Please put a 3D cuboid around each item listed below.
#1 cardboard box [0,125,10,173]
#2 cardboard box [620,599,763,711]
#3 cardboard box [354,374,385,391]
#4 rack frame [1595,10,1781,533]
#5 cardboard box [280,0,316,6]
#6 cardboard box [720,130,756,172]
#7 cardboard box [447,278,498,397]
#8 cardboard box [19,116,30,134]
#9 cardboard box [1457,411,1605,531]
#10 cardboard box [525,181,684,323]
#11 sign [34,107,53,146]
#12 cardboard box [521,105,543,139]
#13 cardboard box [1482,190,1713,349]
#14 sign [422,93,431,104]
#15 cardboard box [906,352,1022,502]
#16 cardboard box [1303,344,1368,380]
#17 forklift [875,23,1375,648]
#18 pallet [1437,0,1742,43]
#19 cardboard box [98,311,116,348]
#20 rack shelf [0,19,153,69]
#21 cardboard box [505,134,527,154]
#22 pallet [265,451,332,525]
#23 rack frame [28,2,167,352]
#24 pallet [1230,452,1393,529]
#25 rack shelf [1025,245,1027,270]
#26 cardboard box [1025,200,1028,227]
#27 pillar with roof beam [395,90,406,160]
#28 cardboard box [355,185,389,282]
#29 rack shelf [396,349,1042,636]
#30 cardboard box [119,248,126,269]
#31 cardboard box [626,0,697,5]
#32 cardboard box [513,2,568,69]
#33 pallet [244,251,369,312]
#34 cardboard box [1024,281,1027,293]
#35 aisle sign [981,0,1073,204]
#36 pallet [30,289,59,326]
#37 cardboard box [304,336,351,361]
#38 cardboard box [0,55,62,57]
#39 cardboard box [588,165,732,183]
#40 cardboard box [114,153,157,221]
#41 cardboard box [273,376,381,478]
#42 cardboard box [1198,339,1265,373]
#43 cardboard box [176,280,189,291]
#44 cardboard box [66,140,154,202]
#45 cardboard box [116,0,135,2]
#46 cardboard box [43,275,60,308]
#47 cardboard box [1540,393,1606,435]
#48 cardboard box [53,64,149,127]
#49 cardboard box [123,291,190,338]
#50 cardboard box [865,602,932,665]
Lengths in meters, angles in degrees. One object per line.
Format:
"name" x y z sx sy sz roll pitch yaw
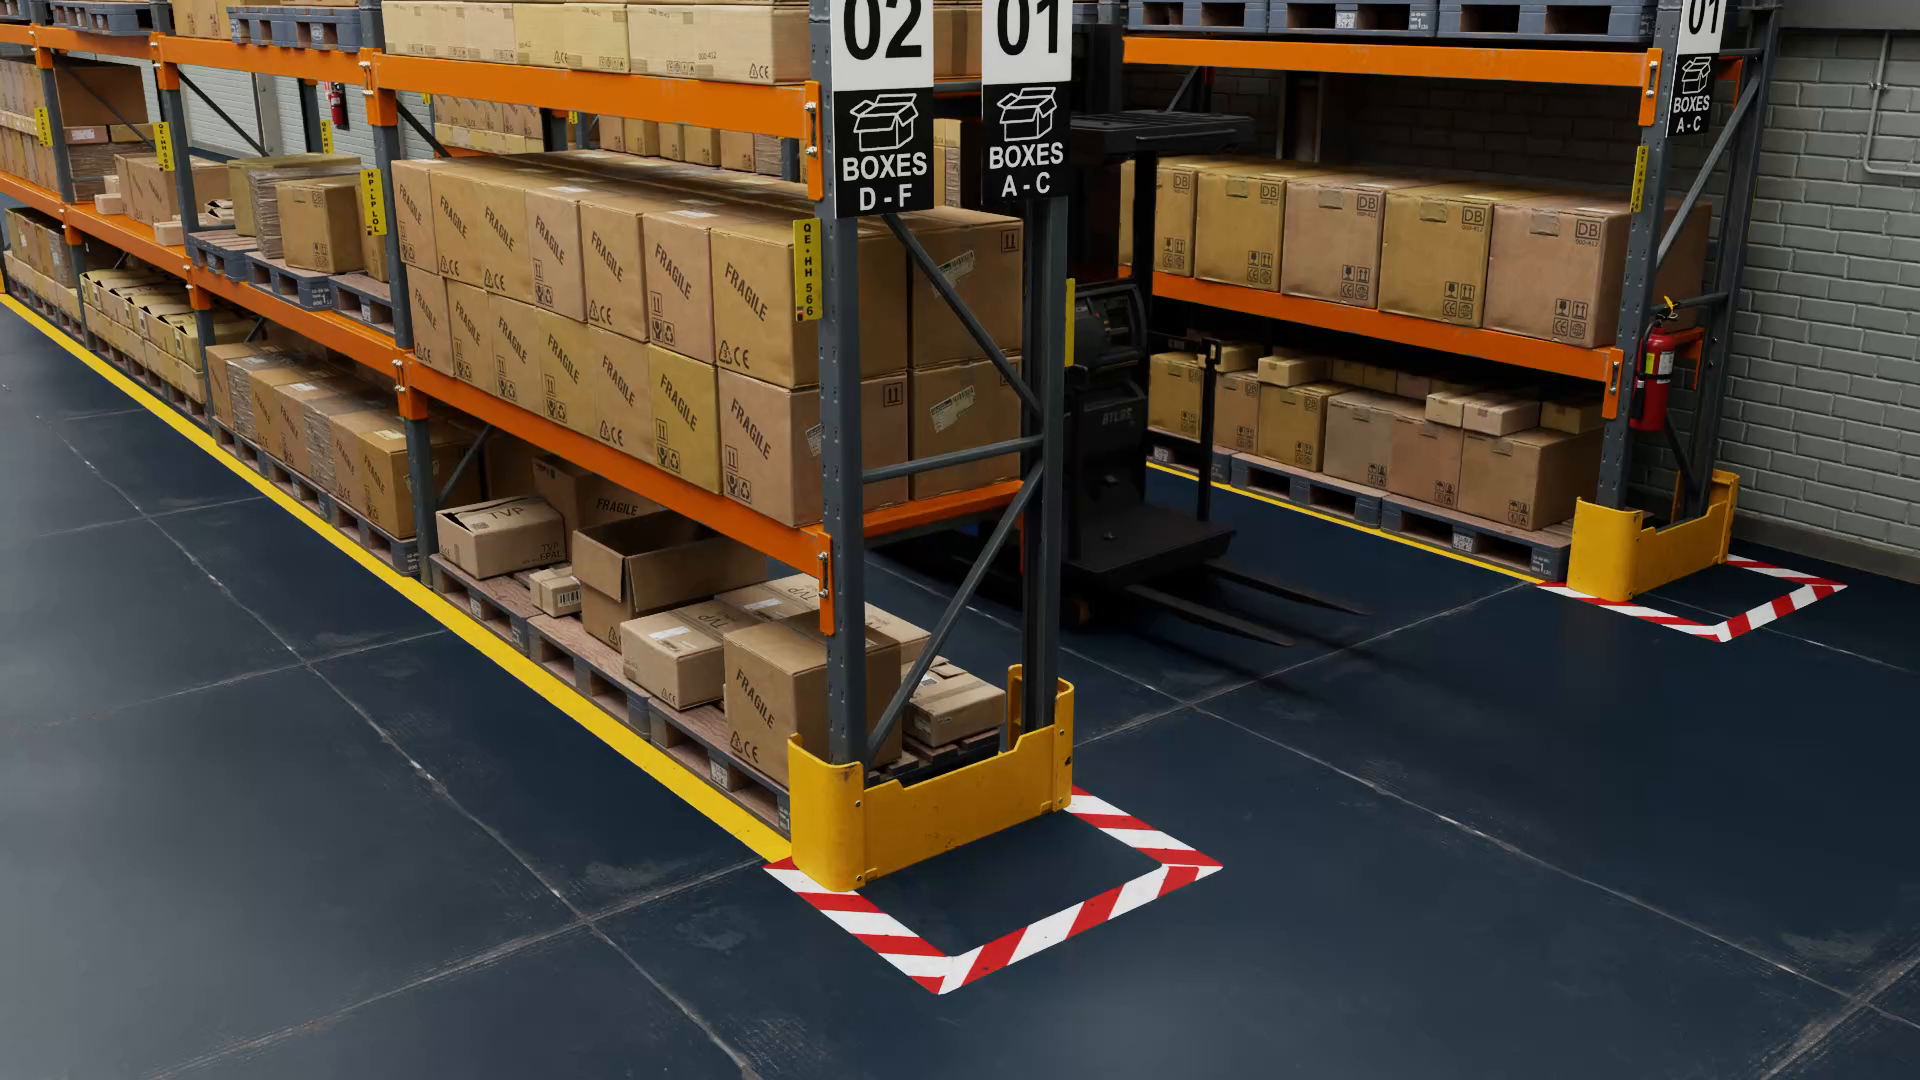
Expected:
"cardboard box" -9.698 -4.151 17.466 0.700 0.500 0.500 -14 23 -36
"cardboard box" -1.141 0.493 7.277 0.500 0.250 0.500 -14 23 -36
"cardboard box" -3.595 -0.831 10.878 0.500 0.500 0.500 -15 24 -38
"rack frame" 3.837 -1.246 8.853 1.000 3.000 0.127 -14 23 -36
"cardboard box" -3.613 -3.449 9.747 0.600 0.600 0.600 -15 24 -38
"cardboard box" -1.798 -3.720 15.465 0.700 0.500 0.500 -17 25 -41
"cardboard box" -2.104 -1.007 7.972 0.500 0.500 0.500 -13 23 -35
"cardboard box" -8.786 -3.994 15.960 0.380 0.149 0.250 -13 22 -34
"cardboard box" 3.324 -0.411 9.642 0.700 0.500 0.500 -14 23 -36
"cardboard box" -1.495 -1.234 7.067 0.500 0.500 0.500 -13 22 -34
"sign" -7.929 -3.575 14.383 0.100 0.325 0.005 -14 23 -36
"cardboard box" -4.464 -4.675 18.223 0.500 0.500 0.500 -14 23 -36
"cardboard box" 3.512 -1.512 9.179 0.980 0.700 0.700 -13 22 -34
"sign" -6.523 -5.493 20.303 0.100 0.325 0.005 -14 23 -36
"cardboard box" -0.113 -0.486 6.400 0.500 0.500 0.500 -13 23 -35
"cardboard box" 2.452 -1.166 10.887 0.380 0.149 0.250 -14 23 -36
"forklift" 0.773 -1.115 8.567 1.130 2.935 3.031 -15 24 -39
"pallet" 3.368 -2.808 8.941 1.003 0.211 1.213 -14 23 -36
"cardboard box" -7.122 -1.855 14.399 0.500 0.250 0.500 -13 23 -35
"rack shelf" -8.737 -4.810 15.990 1.077 0.370 4.000 -14 23 -36
"cardboard box" -4.773 -4.444 18.718 0.500 0.250 0.500 -14 23 -36
"pallet" -3.824 -0.434 10.837 1.003 0.211 1.213 -14 23 -36
"rack frame" -7.495 -3.235 14.860 1.000 3.000 0.127 -14 23 -36
"pallet" 2.526 -0.404 10.747 1.003 0.211 1.213 -14 23 -36
"rack shelf" 0.111 -2.383 13.431 1.077 0.370 4.000 -14 23 -36
"cardboard box" 0.545 -2.618 12.333 0.500 0.500 0.500 -14 23 -36
"pillar with roof beam" -12.085 -8.671 21.733 9.100 9.000 0.400 -14 23 -36
"cardboard box" -3.123 -1.828 9.784 0.700 0.500 0.500 -10 21 -28
"rack shelf" -1.286 -0.429 7.532 1.077 0.370 4.000 -14 23 -36
"cardboard box" -7.854 -2.782 16.006 0.500 0.500 0.500 -14 23 -36
"cardboard box" -0.874 -2.068 6.008 0.500 0.250 0.500 -14 23 -36
"cardboard box" -1.490 -2.078 6.834 0.500 0.250 0.500 -14 23 -36
"pallet" -3.800 -1.680 10.469 1.003 0.211 1.213 -14 23 -36
"cardboard box" 0.848 -1.545 12.509 0.750 0.750 0.750 -14 23 -35
"aisle sign" 0.229 -1.553 5.644 0.394 0.787 0.004 -14 23 -36
"pallet" -8.717 -2.416 16.824 1.003 0.211 1.213 -14 23 -36
"cardboard box" -4.208 -1.430 11.492 0.500 0.250 0.500 -13 22 -34
"cardboard box" -9.666 -4.753 17.223 0.700 0.500 0.500 -14 23 -36
"cardboard box" -1.378 -1.462 7.756 0.500 0.500 0.500 -14 23 -36
"cardboard box" -6.704 -2.960 13.871 0.500 0.500 0.500 -12 22 -32
"cardboard box" -3.988 -0.724 10.552 0.500 0.500 0.500 -15 23 -38
"cardboard box" 1.807 -1.228 11.075 0.380 0.149 0.250 -13 22 -34
"cardboard box" -6.383 -2.101 14.250 0.500 0.311 0.500 -14 23 -36
"cardboard box" -7.775 -3.391 15.171 0.700 0.500 0.500 -15 23 -38
"cardboard box" -6.023 -4.171 12.486 0.500 0.250 0.500 -15 23 -37
"cardboard box" -8.579 -2.446 16.184 0.500 0.250 0.500 -14 23 -36
"cardboard box" 3.558 -0.728 9.565 0.380 0.149 0.250 -14 23 -36
"cardboard box" -7.775 -4.006 14.967 0.700 0.500 0.500 -14 23 -36
"cardboard box" -6.478 -1.866 13.541 0.500 0.311 0.500 -13 22 -35
"cardboard box" -0.470 0.506 7.237 0.500 0.250 0.500 -14 23 -36
